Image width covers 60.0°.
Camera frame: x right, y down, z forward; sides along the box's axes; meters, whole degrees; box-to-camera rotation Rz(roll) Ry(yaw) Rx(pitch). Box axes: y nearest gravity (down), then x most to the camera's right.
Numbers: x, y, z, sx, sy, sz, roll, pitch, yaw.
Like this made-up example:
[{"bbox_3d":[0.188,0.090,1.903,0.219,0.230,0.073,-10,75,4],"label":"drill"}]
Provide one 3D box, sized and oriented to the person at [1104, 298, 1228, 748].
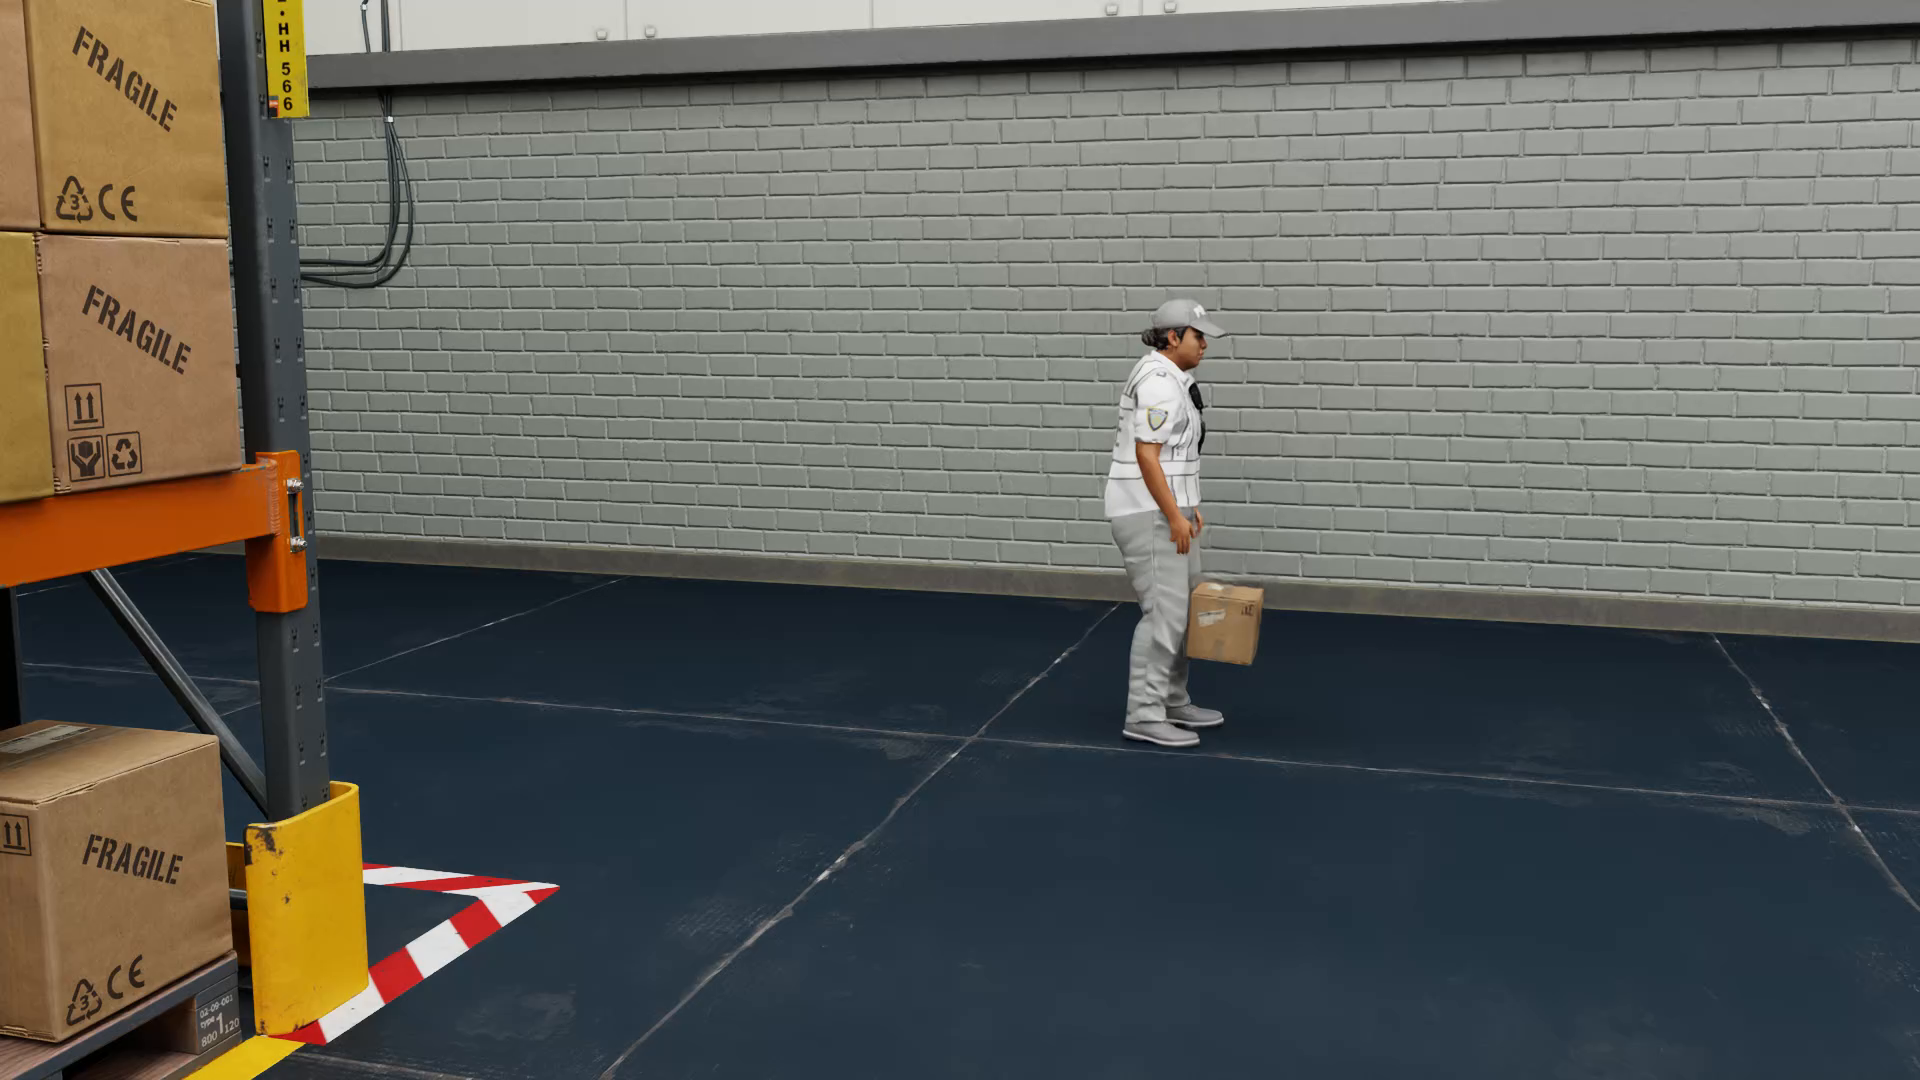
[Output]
[{"bbox_3d":[0.787,-0.084,6.370,0.452,1.669,0.528,2,9,15],"label":"person"}]
